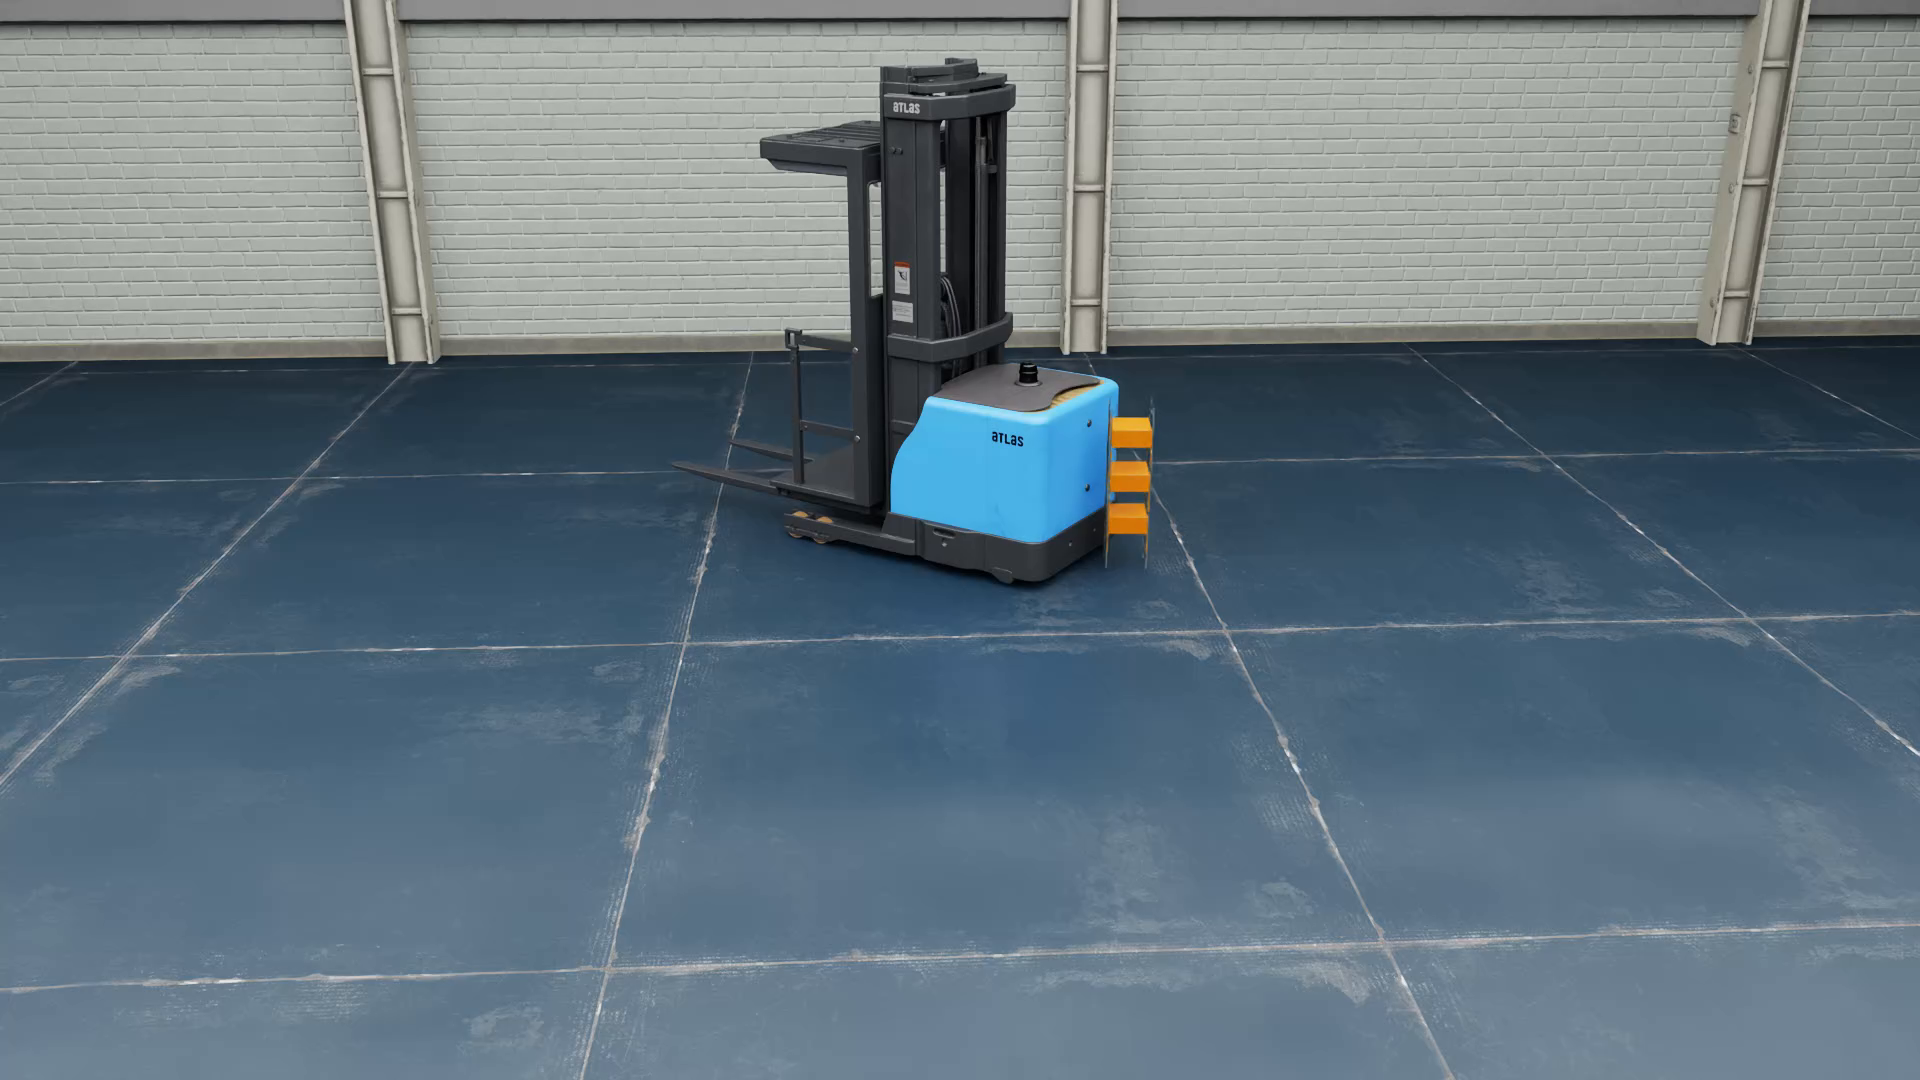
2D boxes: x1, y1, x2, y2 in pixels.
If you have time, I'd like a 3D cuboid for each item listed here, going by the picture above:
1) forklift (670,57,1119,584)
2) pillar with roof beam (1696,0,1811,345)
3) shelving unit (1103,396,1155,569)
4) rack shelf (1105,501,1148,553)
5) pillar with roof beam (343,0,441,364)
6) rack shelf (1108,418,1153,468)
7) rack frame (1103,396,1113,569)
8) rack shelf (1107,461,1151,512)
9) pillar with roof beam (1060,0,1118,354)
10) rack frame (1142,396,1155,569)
[{"bbox_3d":[-0.530,-1.491,10.417,3.031,2.935,1.130,13,24,30],"label":"forklift"},{"bbox_3d":[7.359,-4.535,9.885,0.400,9.000,9.100,-1,21,-3],"label":"pillar with roof beam"},{"bbox_3d":[1.013,-0.340,10.017,0.252,1.050,0.215,0,26,0],"label":"shelving unit"},{"bbox_3d":[1.013,-0.080,10.141,0.240,0.259,0.215,0,26,0],"label":"rack shelf"},{"bbox_3d":[-4.622,-4.291,9.245,0.400,9.000,9.100,-1,21,-3],"label":"pillar with roof beam"},{"bbox_3d":[1.013,-0.587,9.899,0.240,0.259,0.215,0,26,0],"label":"rack shelf"},{"bbox_3d":[0.891,-0.340,10.017,0.008,1.050,0.200,0,26,0],"label":"rack frame"},{"bbox_3d":[1.013,-0.331,10.021,0.240,0.259,0.215,0,26,0],"label":"rack shelf"},{"bbox_3d":[1.369,-4.413,9.565,0.400,9.000,9.100,-1,21,-3],"label":"pillar with roof beam"},{"bbox_3d":[1.135,-0.340,10.016,0.008,1.050,0.200,0,26,0],"label":"rack frame"}]
